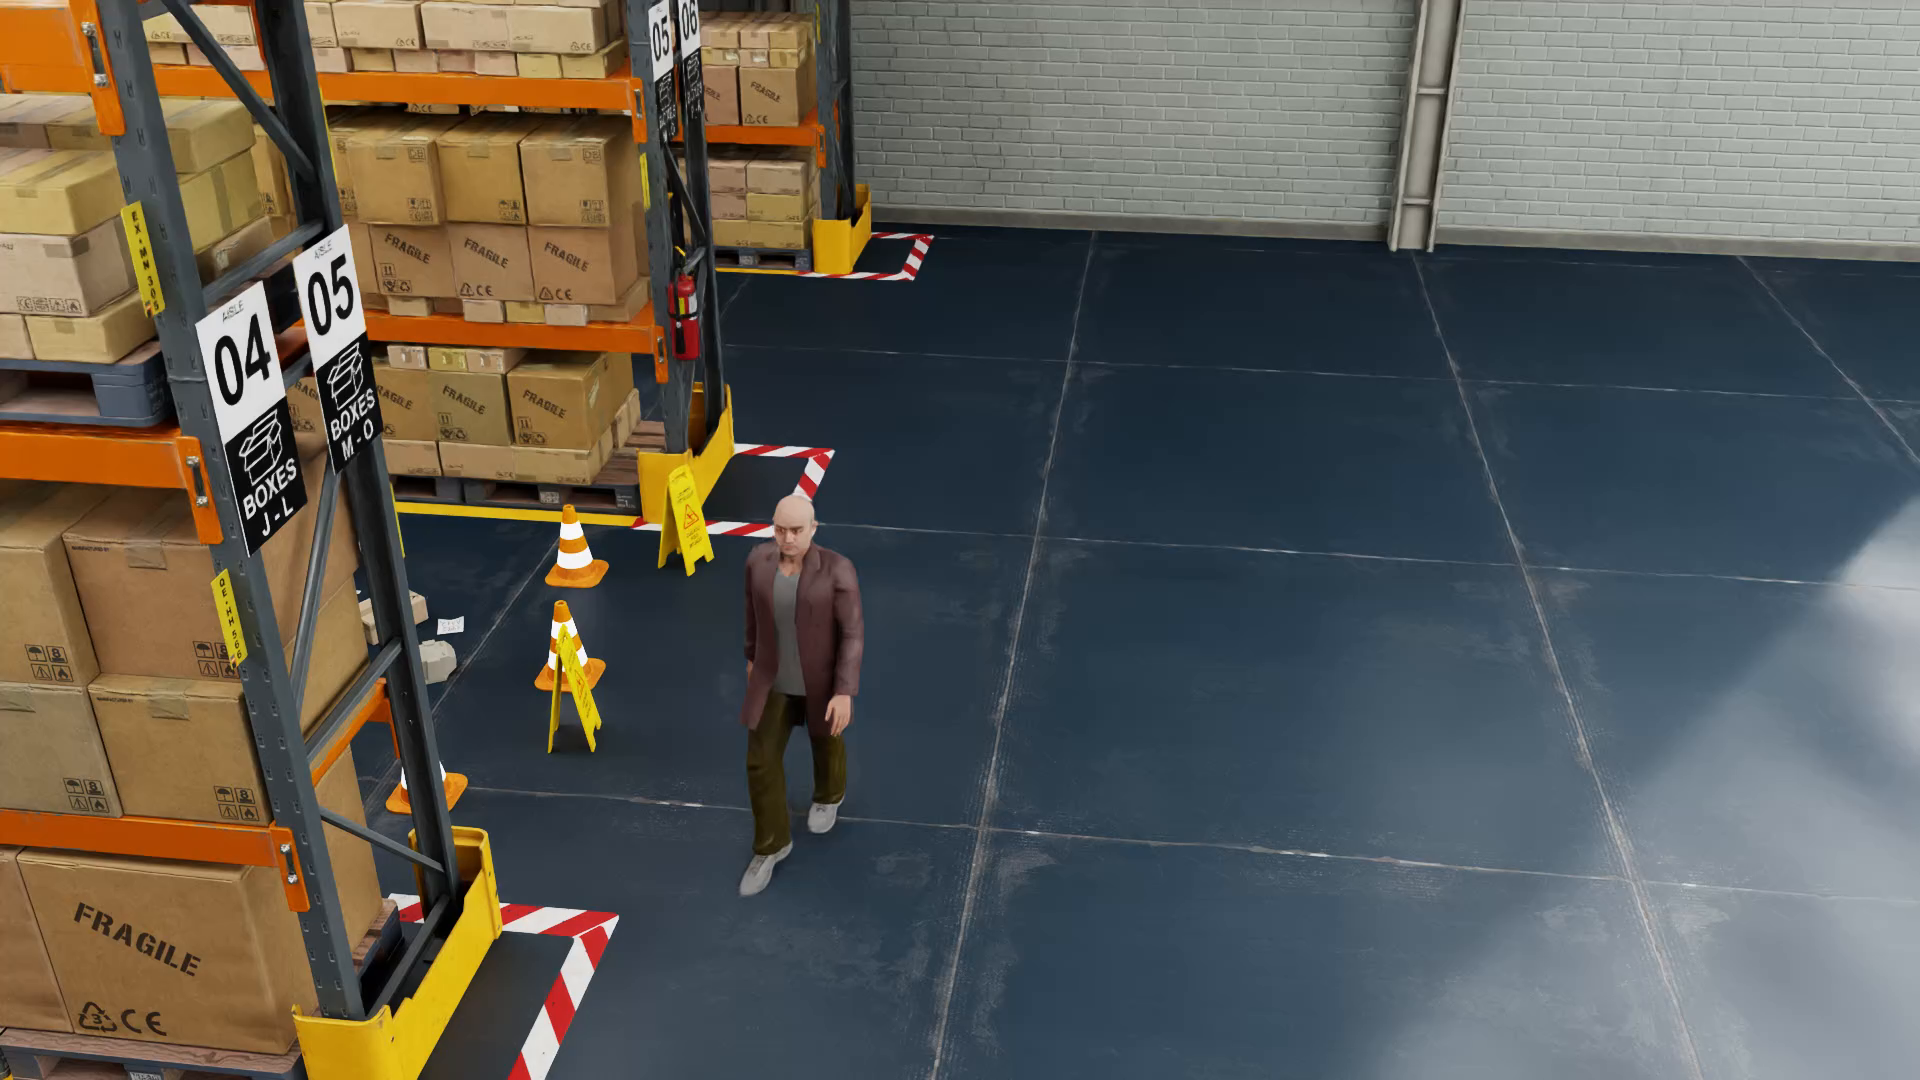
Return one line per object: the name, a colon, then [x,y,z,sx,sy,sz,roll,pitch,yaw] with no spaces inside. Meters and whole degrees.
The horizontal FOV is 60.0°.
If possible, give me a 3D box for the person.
person: [-0.727,0.665,7.395,0.627,1.810,0.815,6,29,11]
